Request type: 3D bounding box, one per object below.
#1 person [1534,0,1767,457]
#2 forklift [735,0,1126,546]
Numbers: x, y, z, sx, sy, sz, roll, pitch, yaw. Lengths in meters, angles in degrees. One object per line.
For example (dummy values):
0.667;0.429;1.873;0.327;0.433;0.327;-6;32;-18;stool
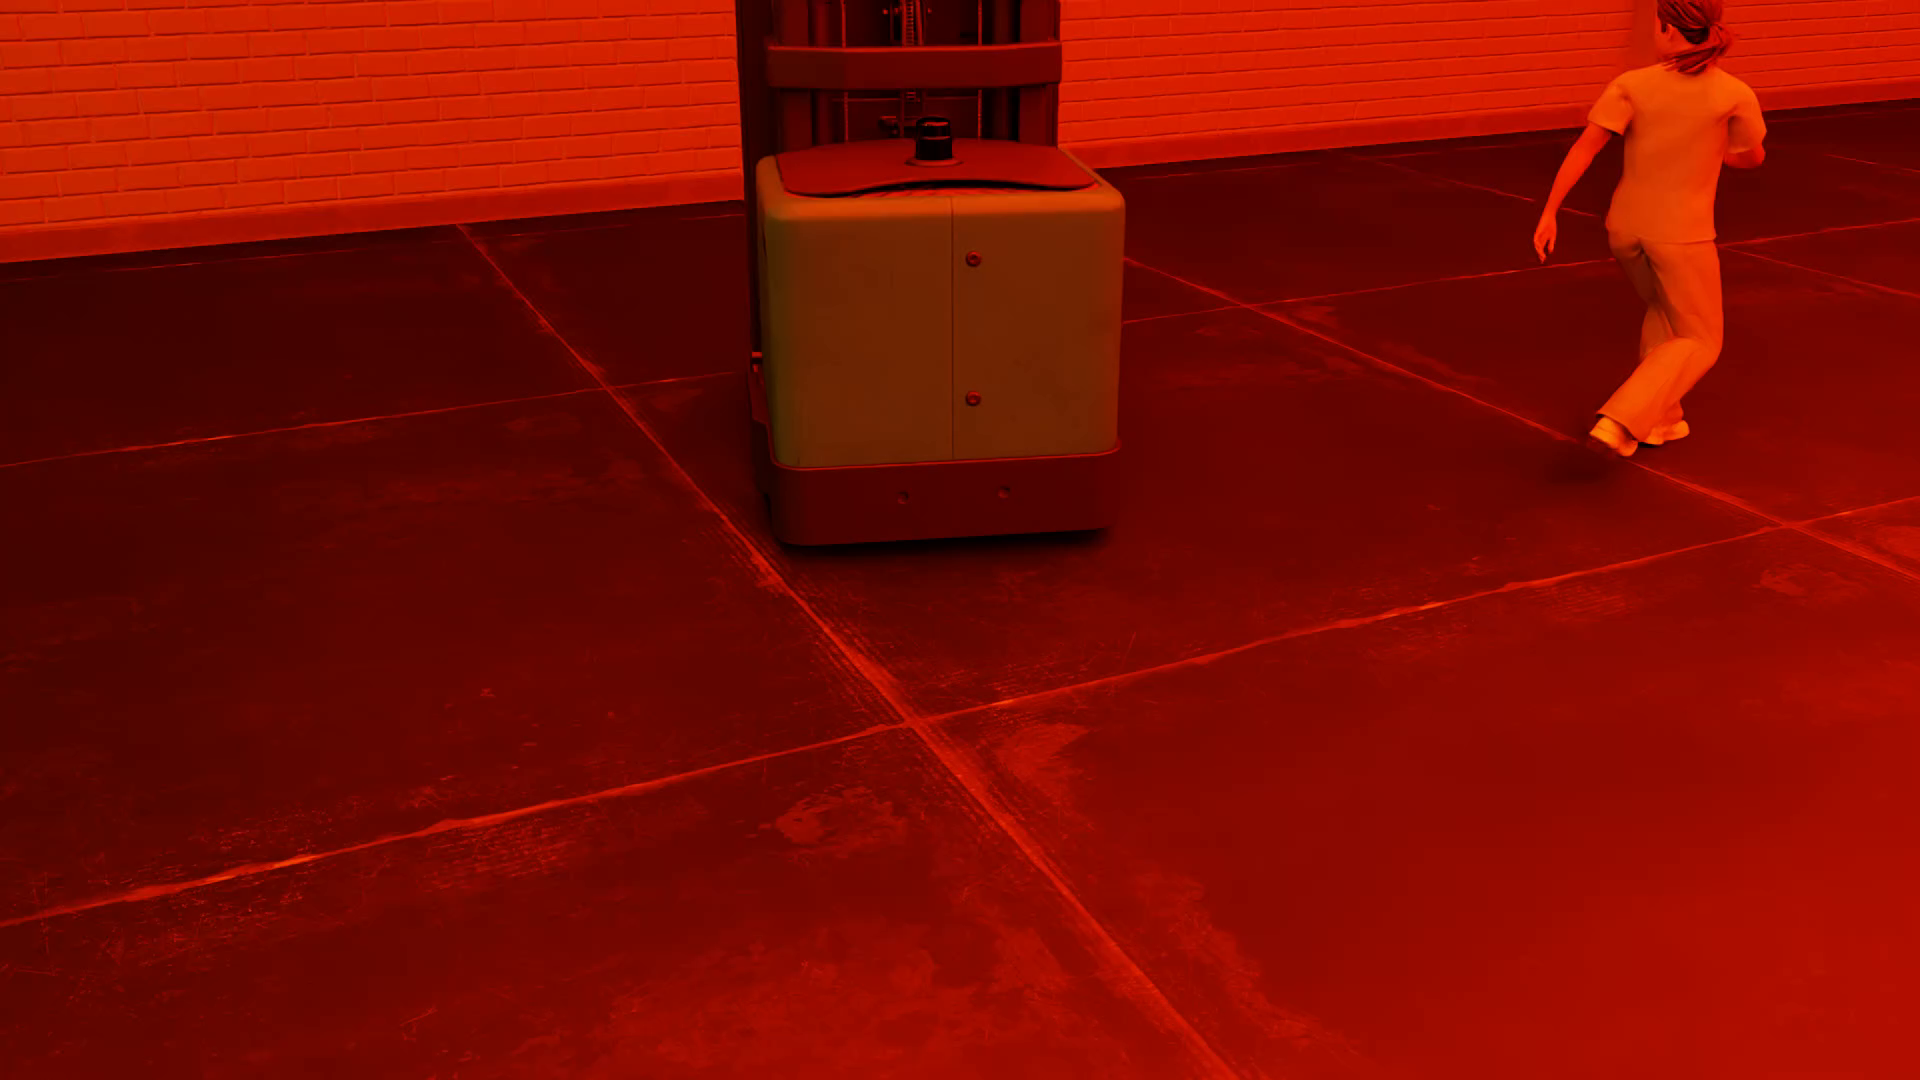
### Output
2.342;-1.042;5.565;0.774;1.597;0.496;-17;28;-35;person
-0.243;-1.868;5.782;1.130;2.935;3.031;-3;23;-8;forklift
